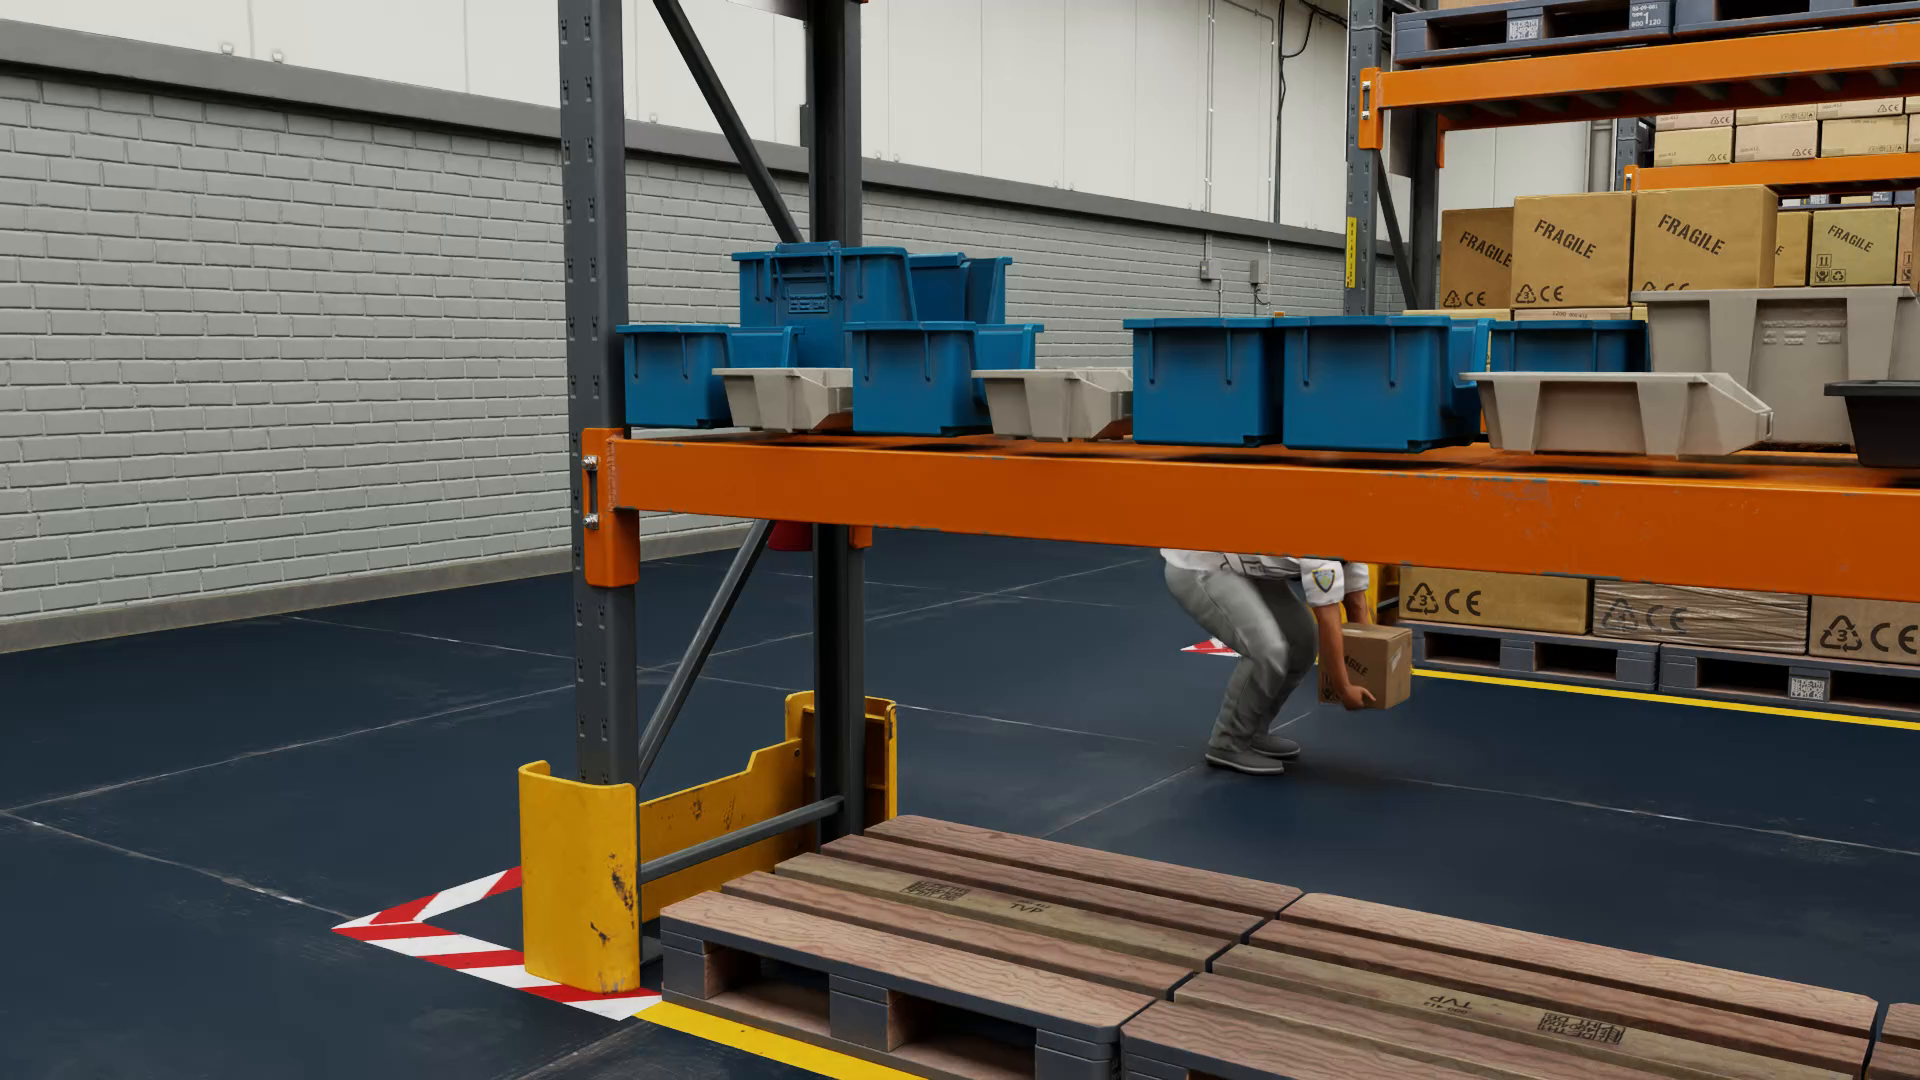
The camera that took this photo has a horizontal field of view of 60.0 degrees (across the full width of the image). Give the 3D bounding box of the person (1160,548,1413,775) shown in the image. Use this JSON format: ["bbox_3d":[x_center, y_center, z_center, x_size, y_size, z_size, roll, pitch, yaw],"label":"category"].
[{"bbox_3d":[1.205,0.318,6.026,0.915,1.032,0.504,4,7,31],"label":"person"}]
